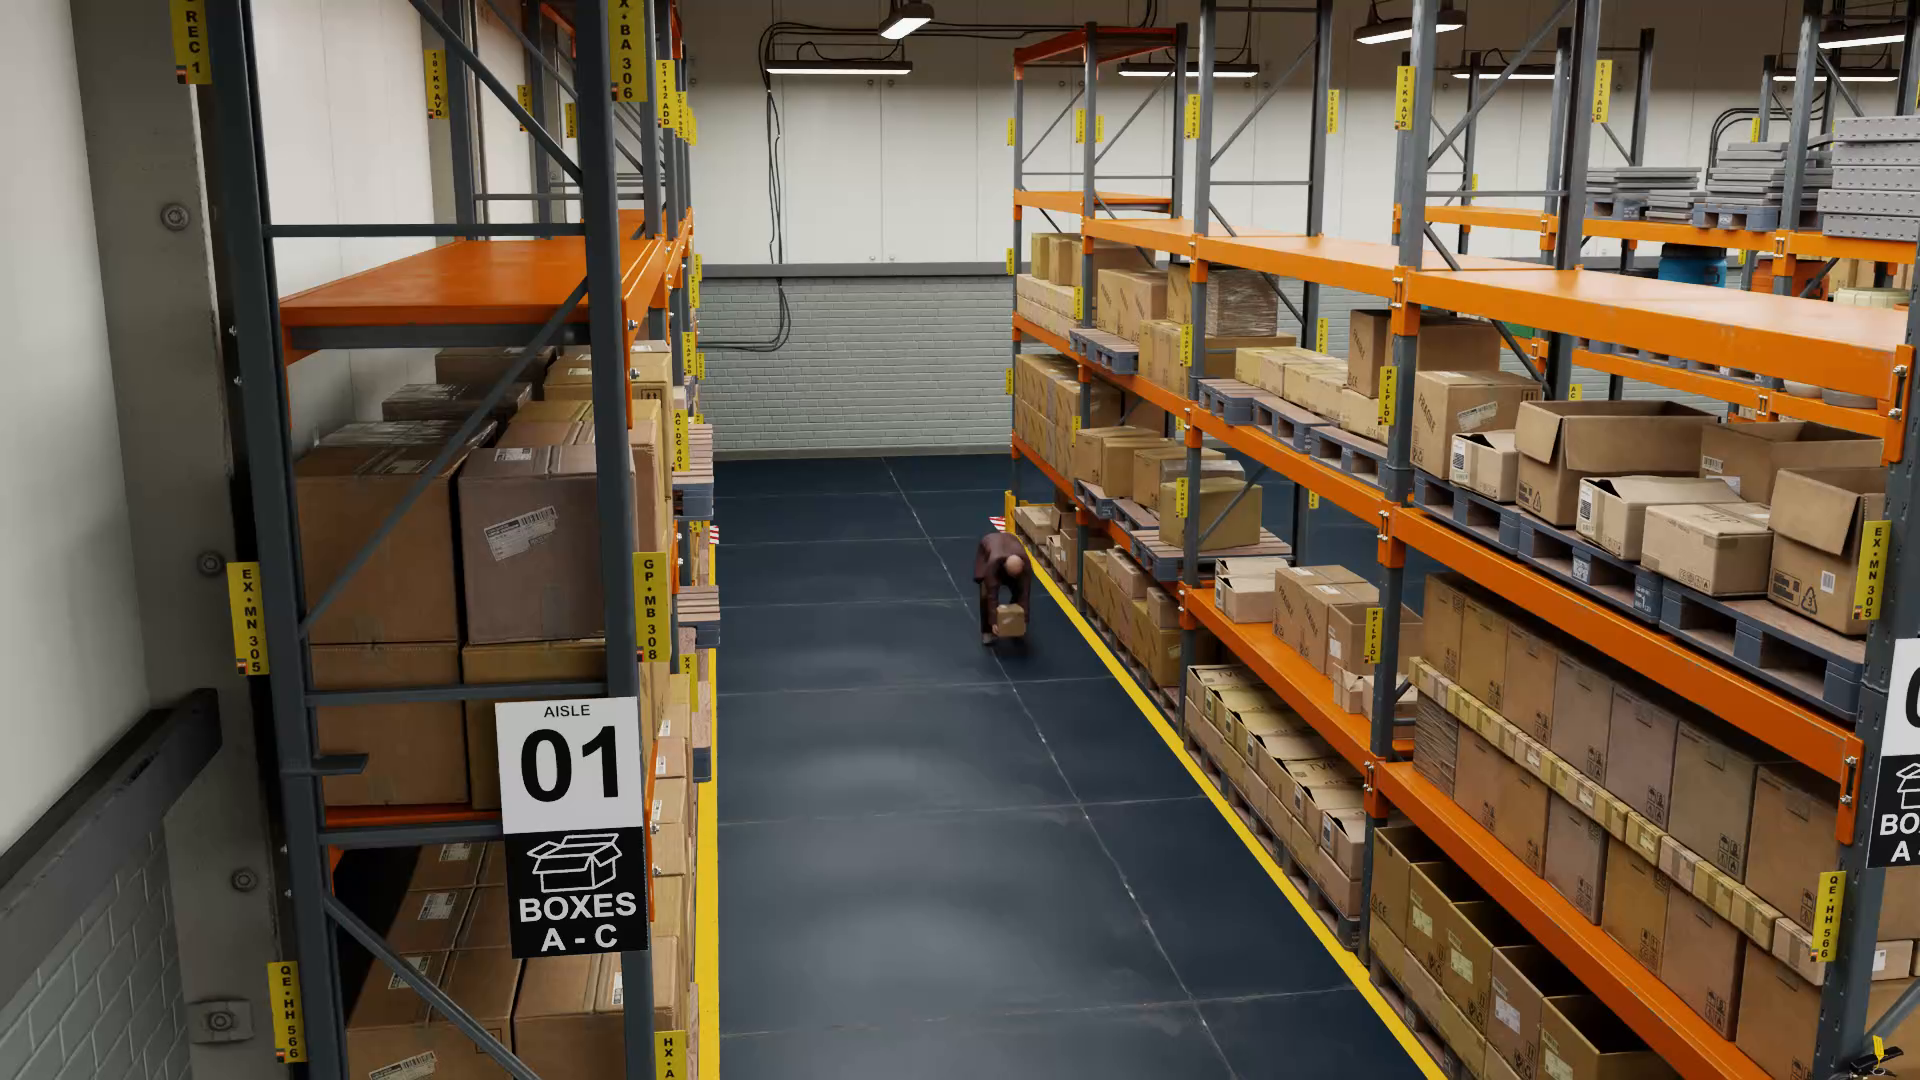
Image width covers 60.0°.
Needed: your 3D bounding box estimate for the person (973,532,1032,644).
[{"bbox_3d":[0.445,0.512,16.297,0.577,1.101,0.951,-2,13,-11],"label":"person"}]
